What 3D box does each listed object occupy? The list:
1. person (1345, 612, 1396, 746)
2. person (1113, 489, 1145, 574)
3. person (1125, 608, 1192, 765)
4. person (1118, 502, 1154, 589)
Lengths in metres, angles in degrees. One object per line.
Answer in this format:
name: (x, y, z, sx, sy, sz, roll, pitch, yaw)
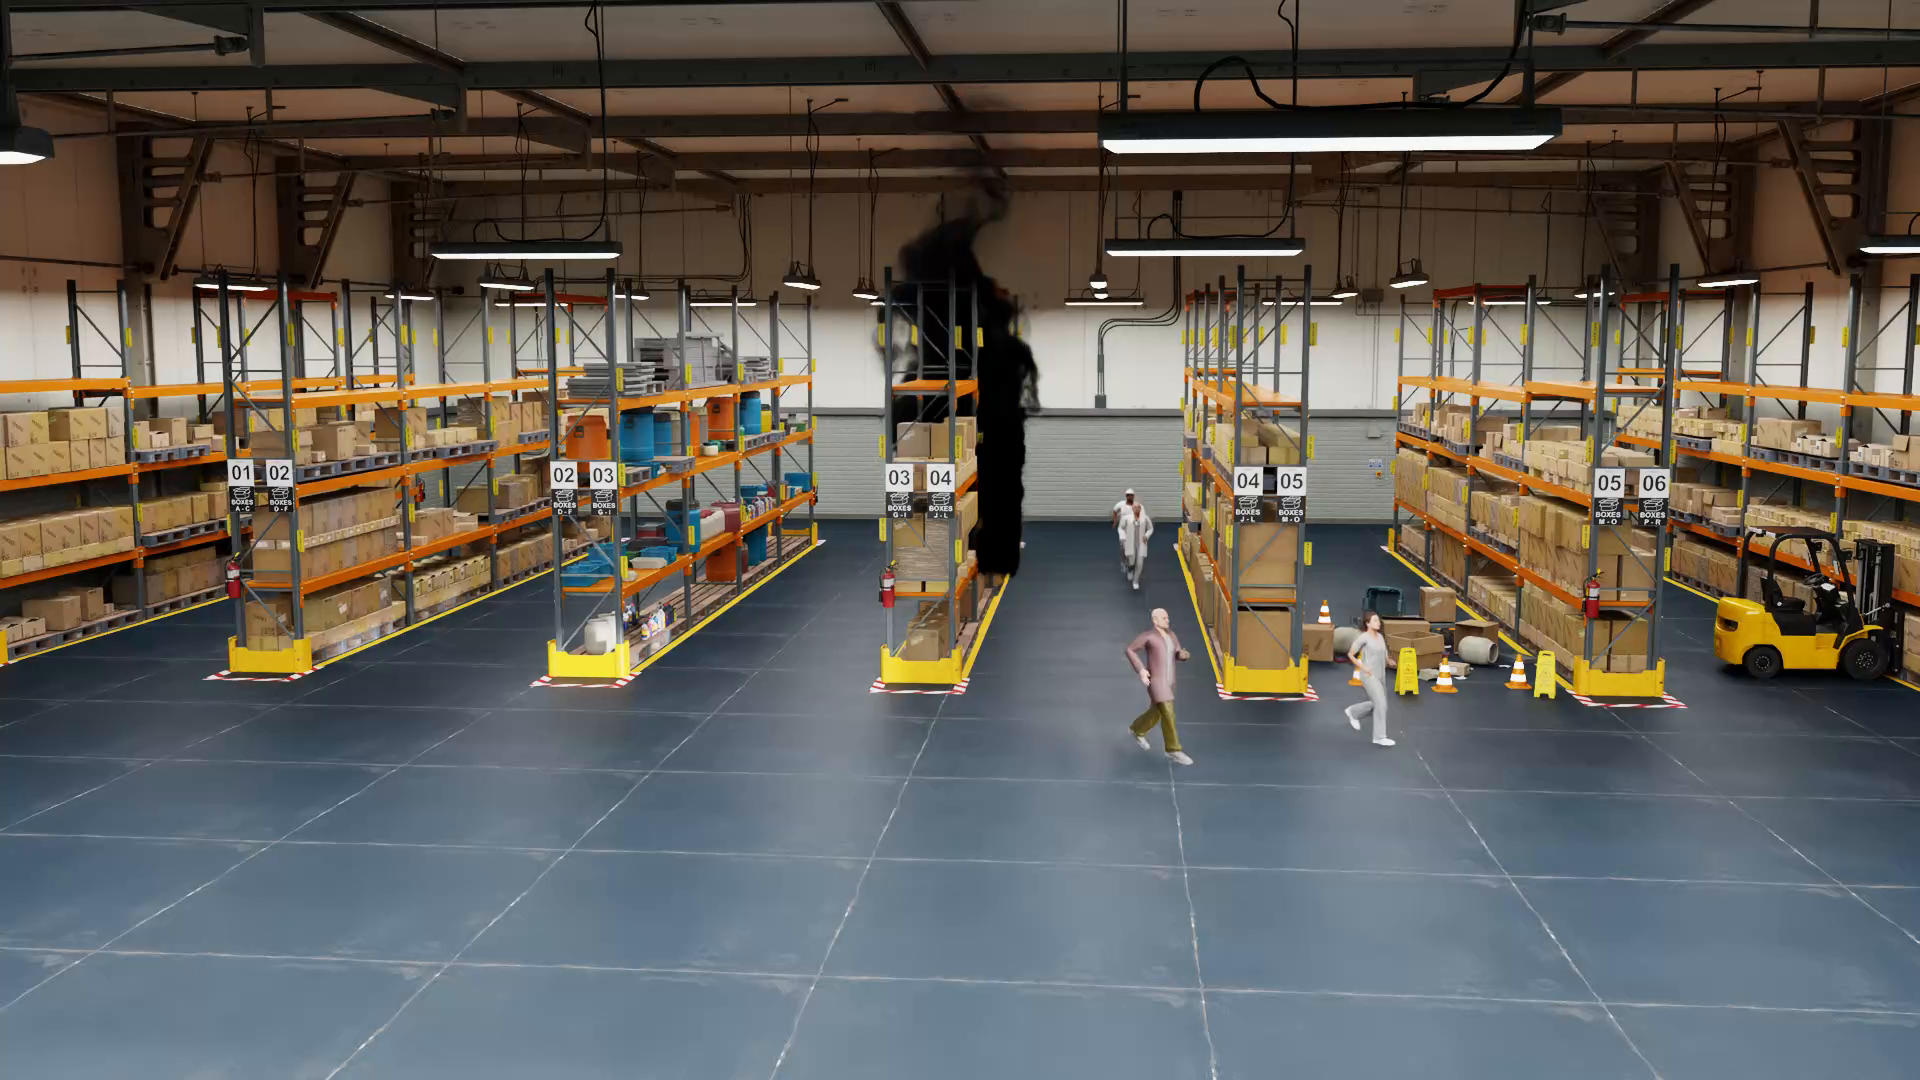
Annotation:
person: (5.076, 1.694, 20.609, 0.575, 1.635, 0.802, -5, 9, -38)
person: (3.618, -0.190, 35.610, 0.670, 1.828, 0.757, 0, 7, 2)
person: (2.377, 1.698, 19.761, 1.043, 1.784, 0.697, 6, 9, 42)
person: (3.527, 0.105, 33.323, 0.710, 1.733, 0.638, 0, 7, 2)
